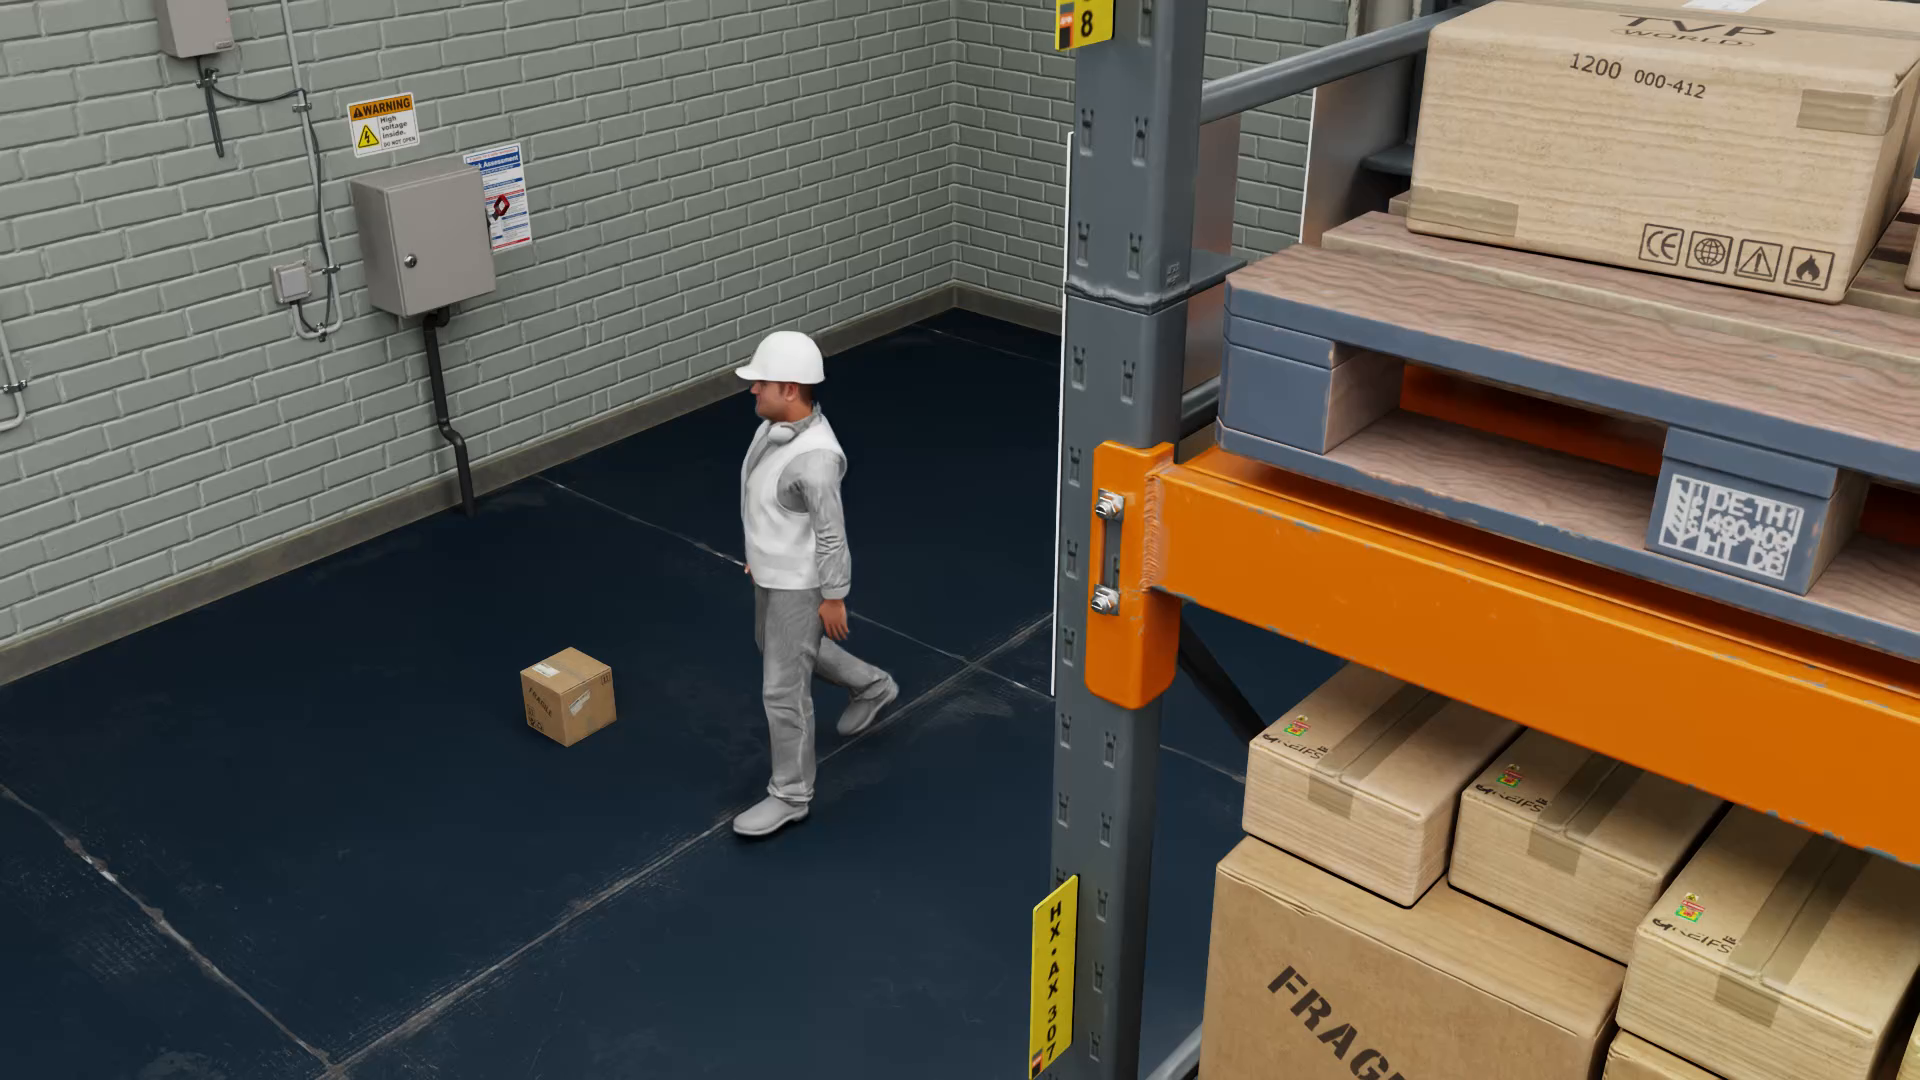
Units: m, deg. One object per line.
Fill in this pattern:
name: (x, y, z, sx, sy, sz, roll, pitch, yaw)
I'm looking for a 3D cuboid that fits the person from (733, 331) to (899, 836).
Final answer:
person: (-0.534, 0.114, 5.845, 0.715, 1.759, 0.619, -7, 28, -14)
